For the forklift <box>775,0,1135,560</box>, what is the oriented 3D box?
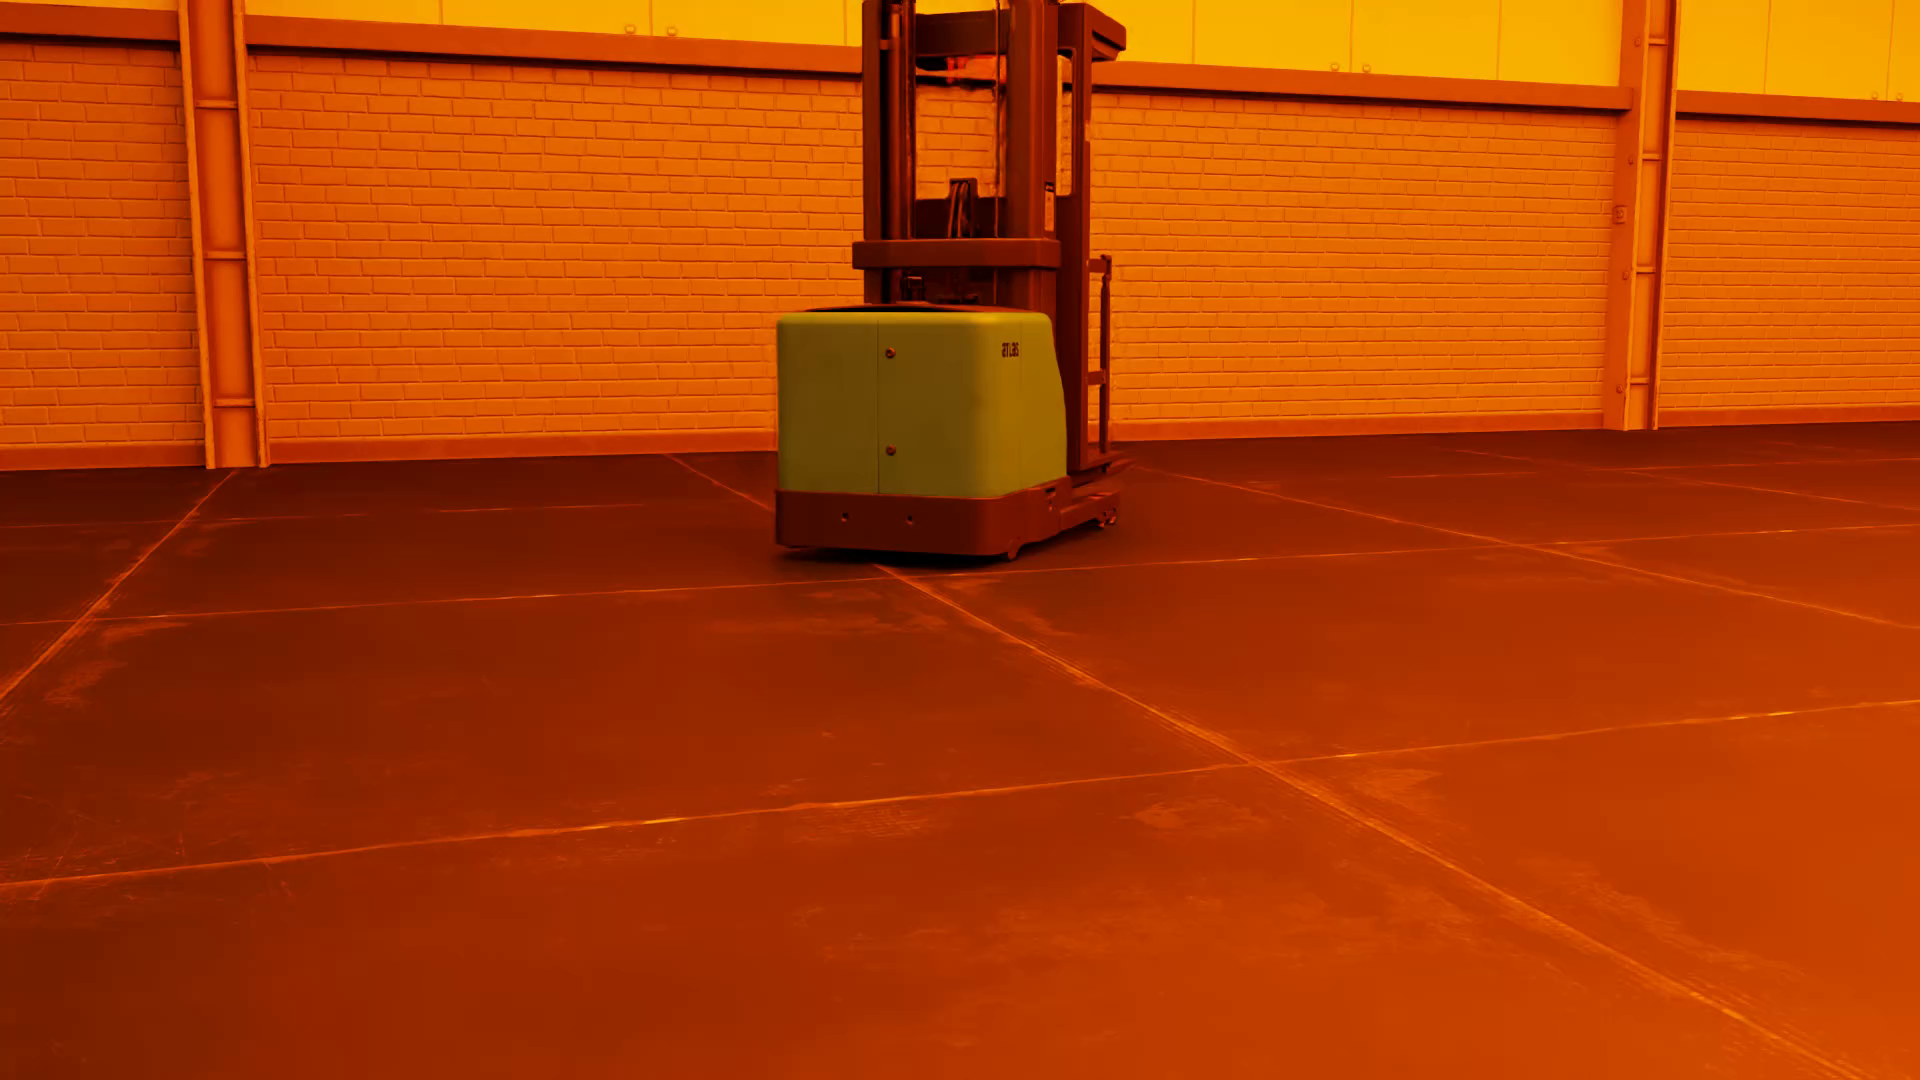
[{"bbox_3d":[0.180,-1.527,8.278,1.130,2.935,3.031,3,8,20],"label":"forklift"}]
